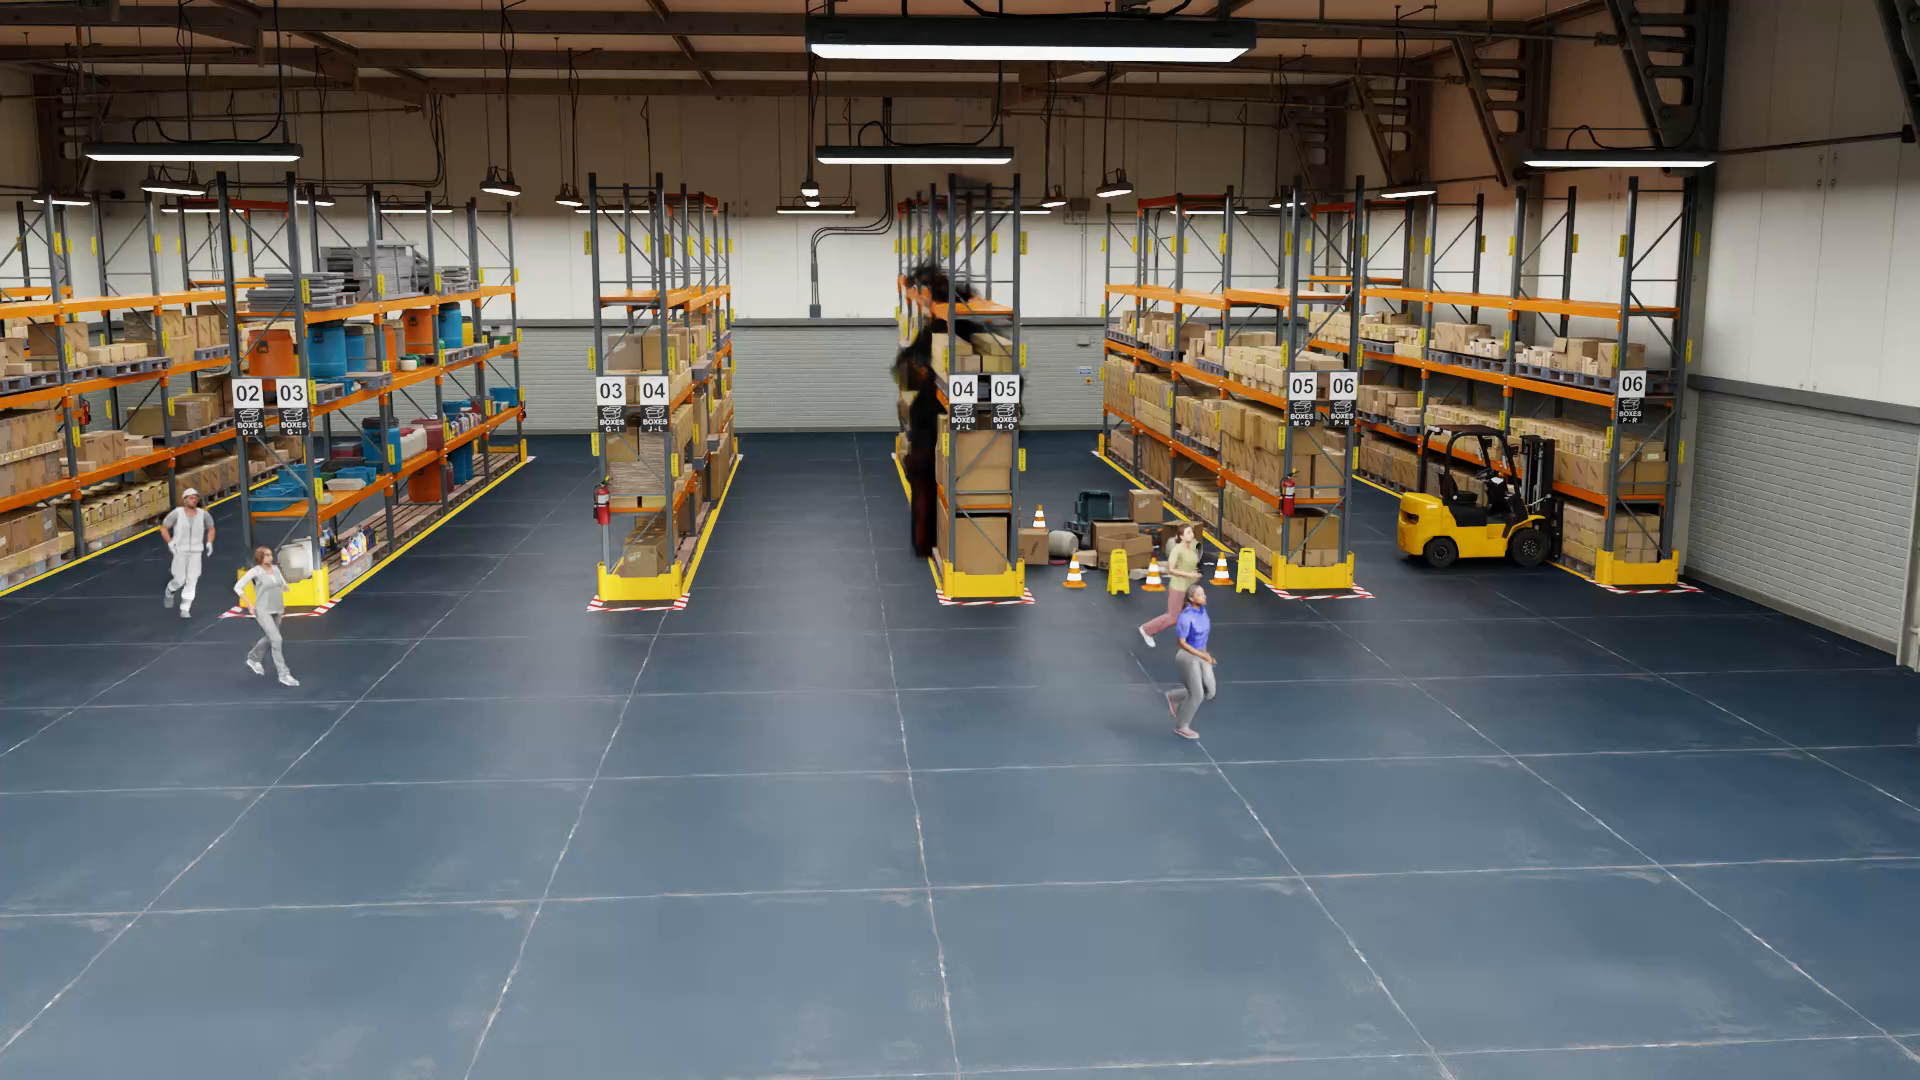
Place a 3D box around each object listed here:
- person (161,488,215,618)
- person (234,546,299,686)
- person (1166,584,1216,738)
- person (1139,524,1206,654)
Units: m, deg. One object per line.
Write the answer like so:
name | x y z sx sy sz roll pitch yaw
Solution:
person | -10.576 0.149 22.842 0.703 1.737 0.680 -8 13 -37
person | -7.964 0.852 19.138 0.871 1.597 0.531 4 11 23
person | 2.407 1.237 17.117 0.609 1.617 0.589 7 12 35
person | 2.693 0.614 20.451 0.950 1.675 0.585 8 13 39
